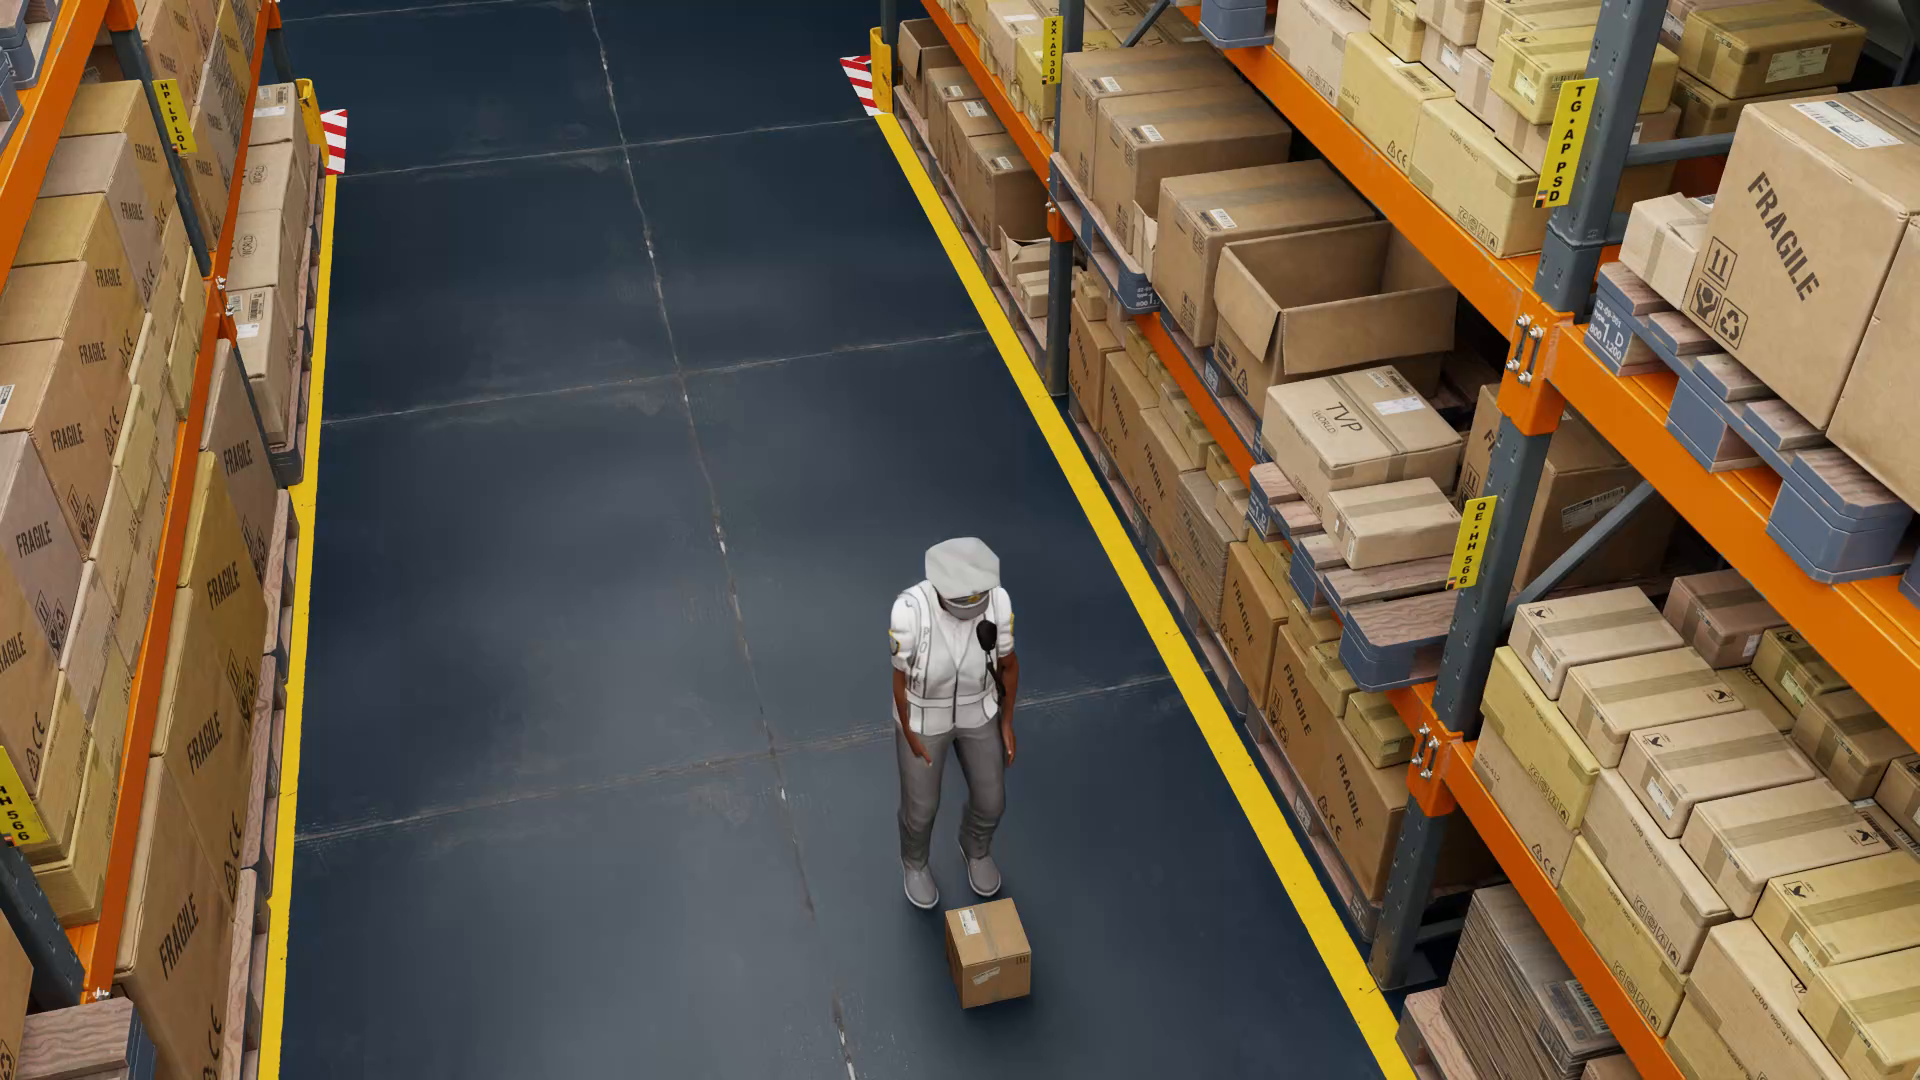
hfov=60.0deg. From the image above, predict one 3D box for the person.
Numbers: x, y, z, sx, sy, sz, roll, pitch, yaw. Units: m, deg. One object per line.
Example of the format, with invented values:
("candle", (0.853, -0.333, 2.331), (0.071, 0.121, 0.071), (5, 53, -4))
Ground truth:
("person", (-0.013, 0.651, 5.925), (0.451, 1.637, 0.410), (-9, 39, -11))
